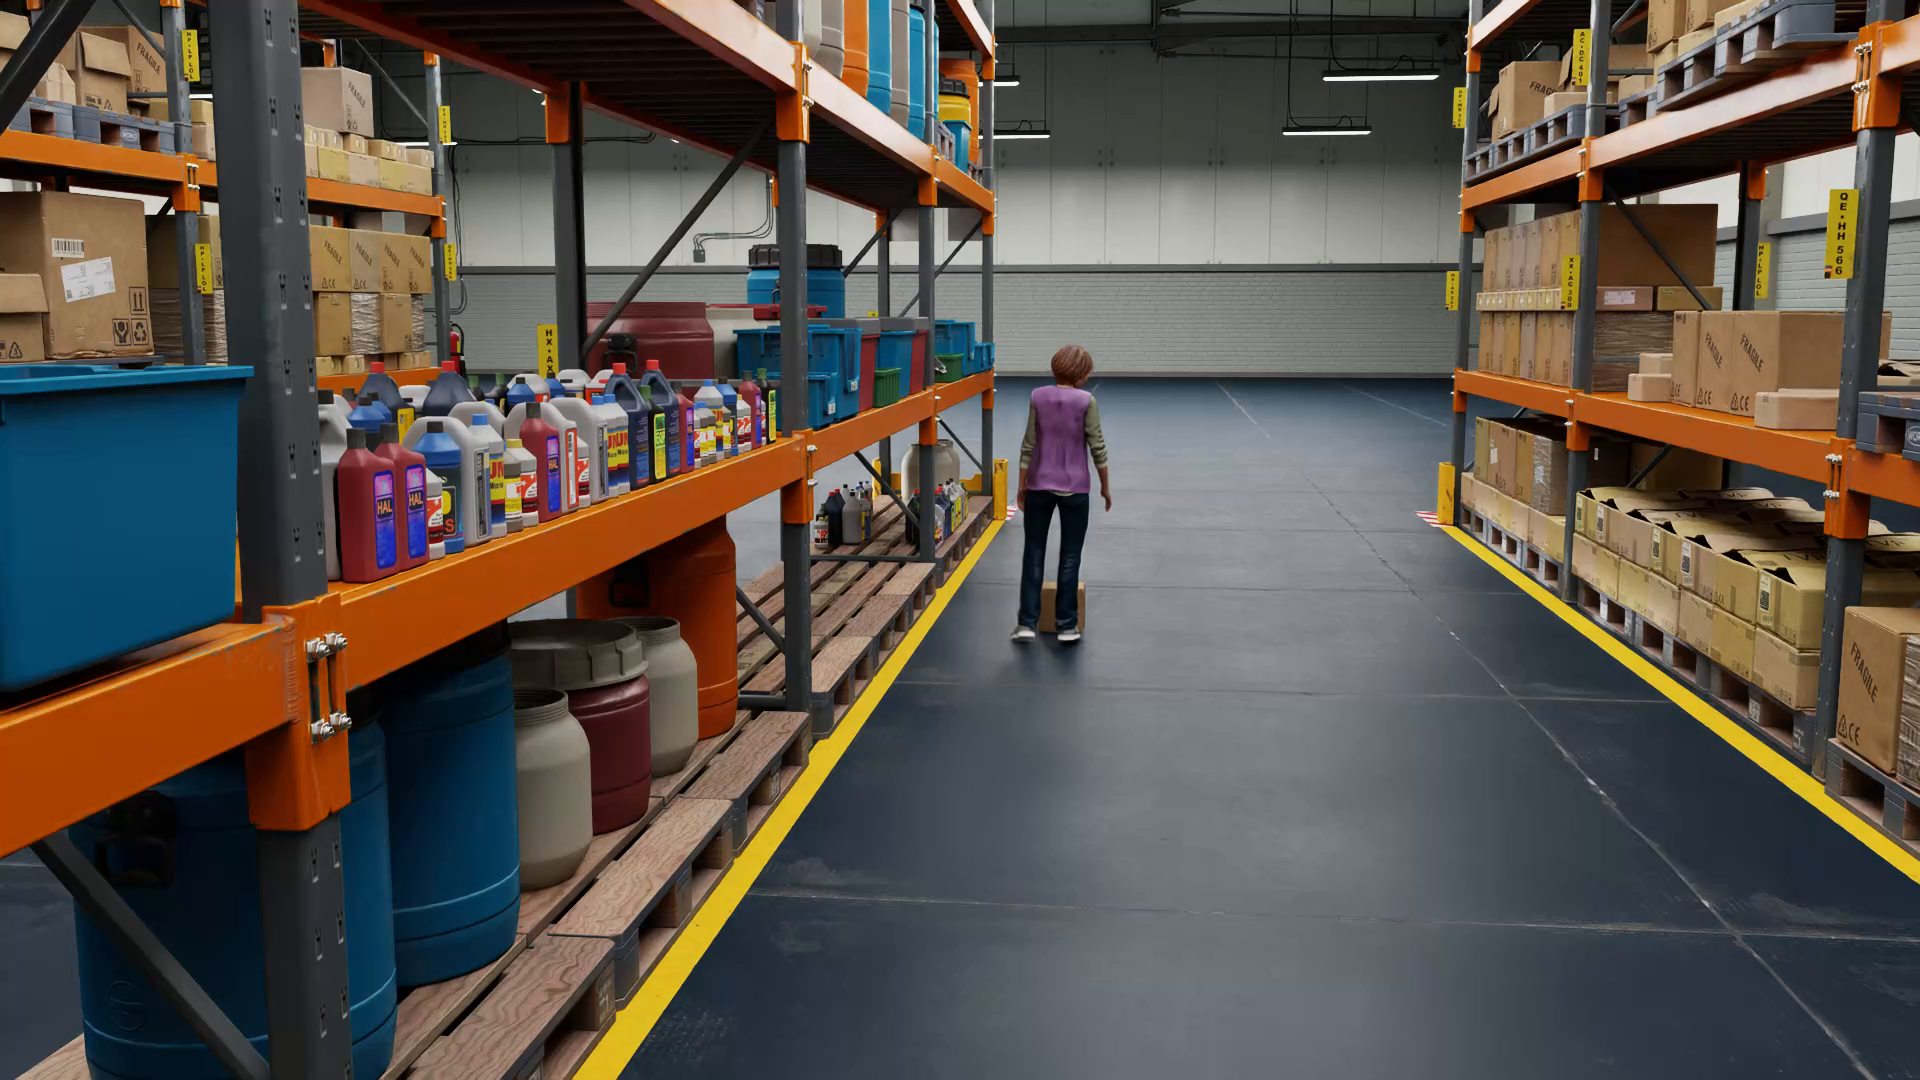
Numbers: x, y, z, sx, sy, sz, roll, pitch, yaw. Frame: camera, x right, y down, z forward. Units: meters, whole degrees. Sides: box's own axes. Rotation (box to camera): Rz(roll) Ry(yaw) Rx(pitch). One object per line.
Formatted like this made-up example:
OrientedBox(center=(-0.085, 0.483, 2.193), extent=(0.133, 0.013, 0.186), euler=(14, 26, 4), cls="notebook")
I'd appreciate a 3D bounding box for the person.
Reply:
OrientedBox(center=(0.538, -0.233, 8.962), extent=(0.547, 1.604, 0.348), euler=(2, 8, 12), cls="person")
